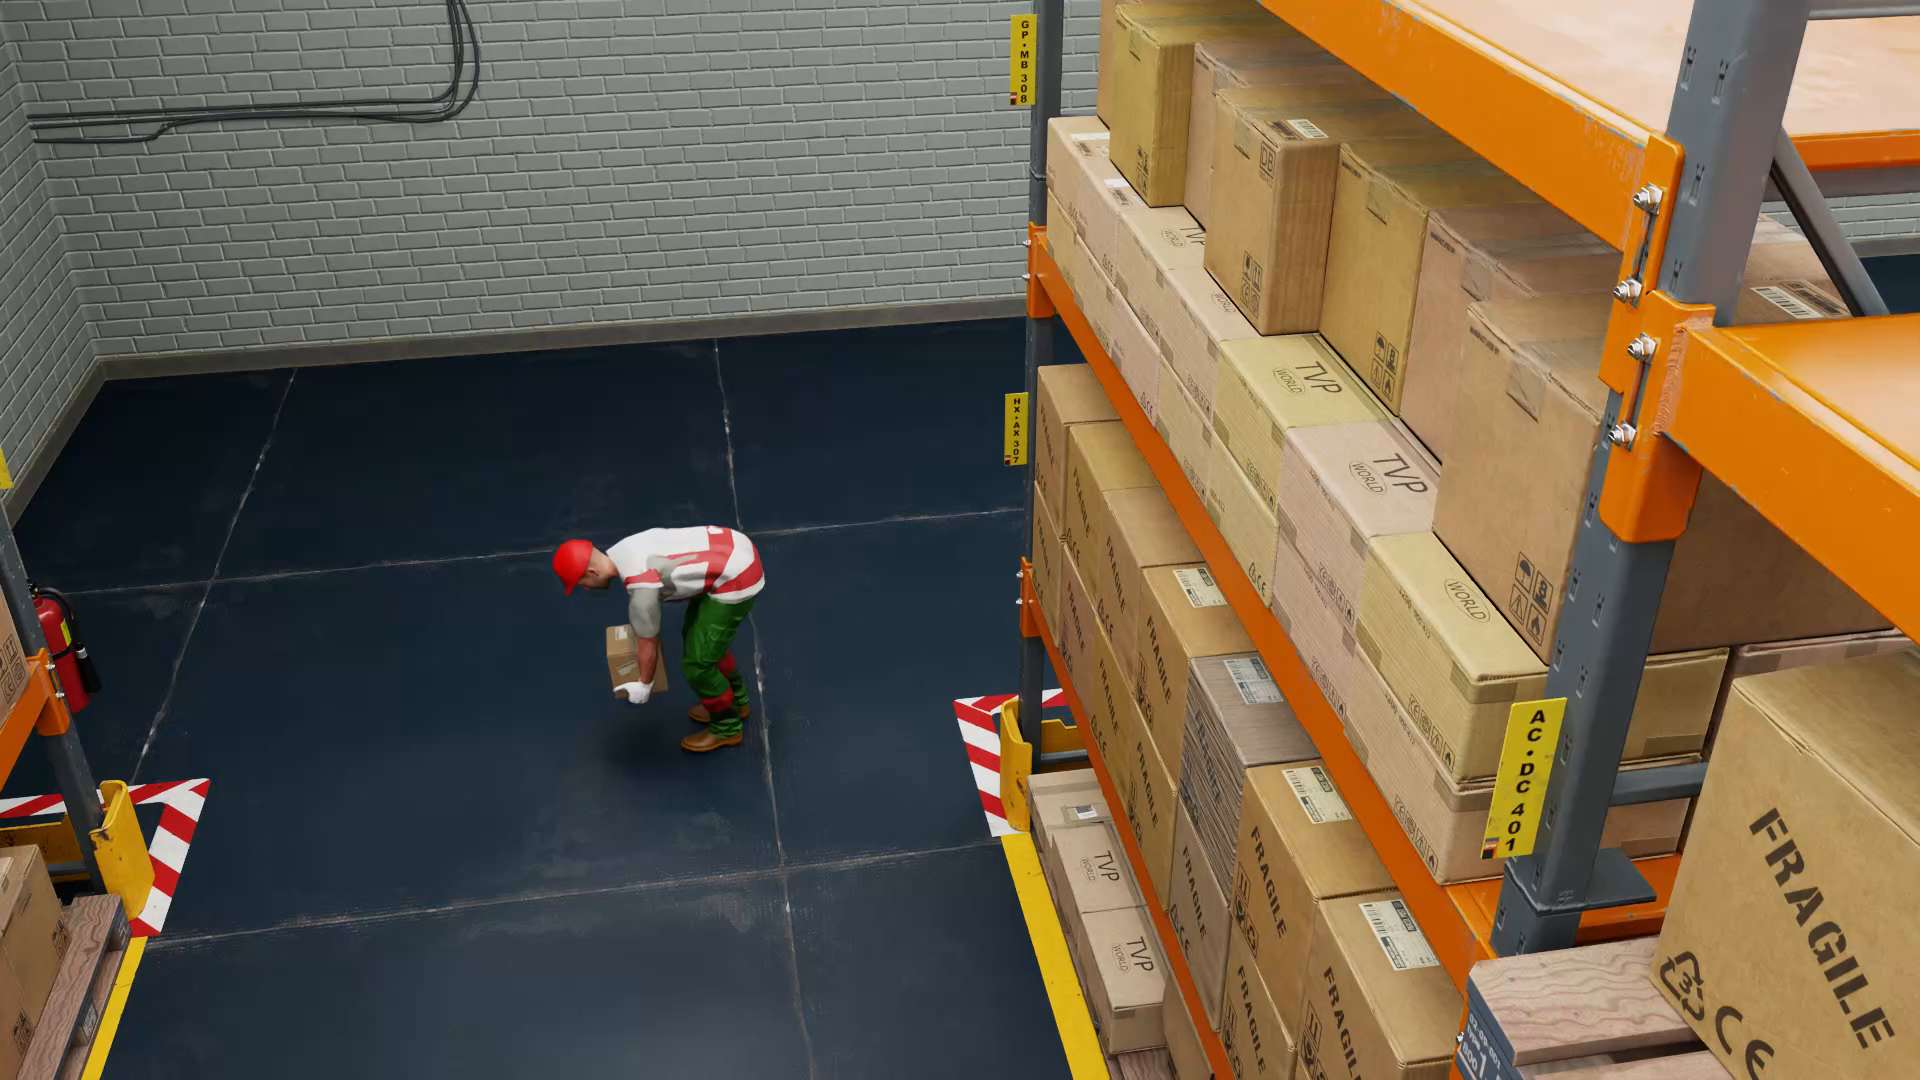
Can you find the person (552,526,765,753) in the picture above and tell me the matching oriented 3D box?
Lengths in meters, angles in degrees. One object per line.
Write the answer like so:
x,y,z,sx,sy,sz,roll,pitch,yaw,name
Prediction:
-1.397,0.465,7.933,0.957,1.167,0.487,-6,31,-10,person
